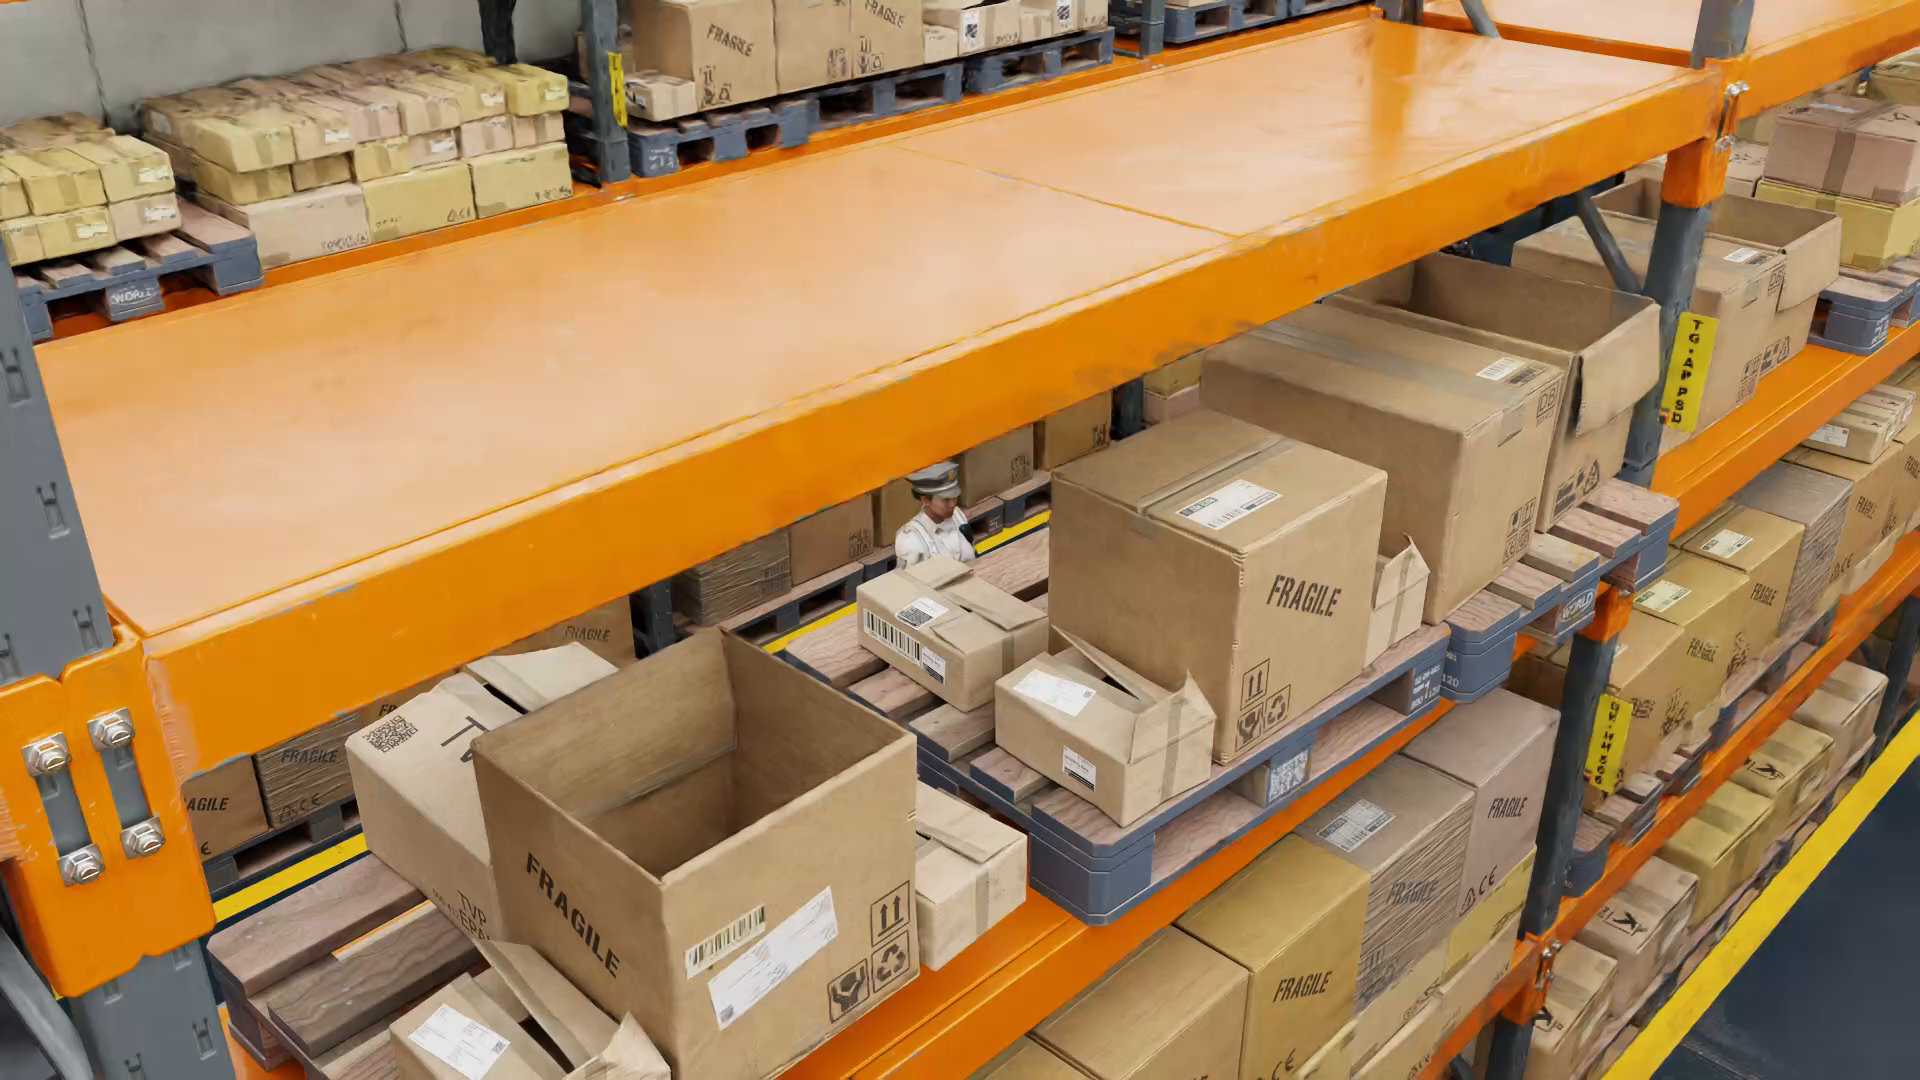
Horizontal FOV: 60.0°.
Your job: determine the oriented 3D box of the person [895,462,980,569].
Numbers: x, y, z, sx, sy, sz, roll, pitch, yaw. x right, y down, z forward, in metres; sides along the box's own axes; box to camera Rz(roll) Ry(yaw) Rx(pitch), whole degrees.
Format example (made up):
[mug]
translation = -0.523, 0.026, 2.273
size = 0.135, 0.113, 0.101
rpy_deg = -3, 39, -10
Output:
[person]
translation = -0.100, 0.394, 8.140
size = 0.329, 1.688, 0.483
rpy_deg = 25, 37, 38
